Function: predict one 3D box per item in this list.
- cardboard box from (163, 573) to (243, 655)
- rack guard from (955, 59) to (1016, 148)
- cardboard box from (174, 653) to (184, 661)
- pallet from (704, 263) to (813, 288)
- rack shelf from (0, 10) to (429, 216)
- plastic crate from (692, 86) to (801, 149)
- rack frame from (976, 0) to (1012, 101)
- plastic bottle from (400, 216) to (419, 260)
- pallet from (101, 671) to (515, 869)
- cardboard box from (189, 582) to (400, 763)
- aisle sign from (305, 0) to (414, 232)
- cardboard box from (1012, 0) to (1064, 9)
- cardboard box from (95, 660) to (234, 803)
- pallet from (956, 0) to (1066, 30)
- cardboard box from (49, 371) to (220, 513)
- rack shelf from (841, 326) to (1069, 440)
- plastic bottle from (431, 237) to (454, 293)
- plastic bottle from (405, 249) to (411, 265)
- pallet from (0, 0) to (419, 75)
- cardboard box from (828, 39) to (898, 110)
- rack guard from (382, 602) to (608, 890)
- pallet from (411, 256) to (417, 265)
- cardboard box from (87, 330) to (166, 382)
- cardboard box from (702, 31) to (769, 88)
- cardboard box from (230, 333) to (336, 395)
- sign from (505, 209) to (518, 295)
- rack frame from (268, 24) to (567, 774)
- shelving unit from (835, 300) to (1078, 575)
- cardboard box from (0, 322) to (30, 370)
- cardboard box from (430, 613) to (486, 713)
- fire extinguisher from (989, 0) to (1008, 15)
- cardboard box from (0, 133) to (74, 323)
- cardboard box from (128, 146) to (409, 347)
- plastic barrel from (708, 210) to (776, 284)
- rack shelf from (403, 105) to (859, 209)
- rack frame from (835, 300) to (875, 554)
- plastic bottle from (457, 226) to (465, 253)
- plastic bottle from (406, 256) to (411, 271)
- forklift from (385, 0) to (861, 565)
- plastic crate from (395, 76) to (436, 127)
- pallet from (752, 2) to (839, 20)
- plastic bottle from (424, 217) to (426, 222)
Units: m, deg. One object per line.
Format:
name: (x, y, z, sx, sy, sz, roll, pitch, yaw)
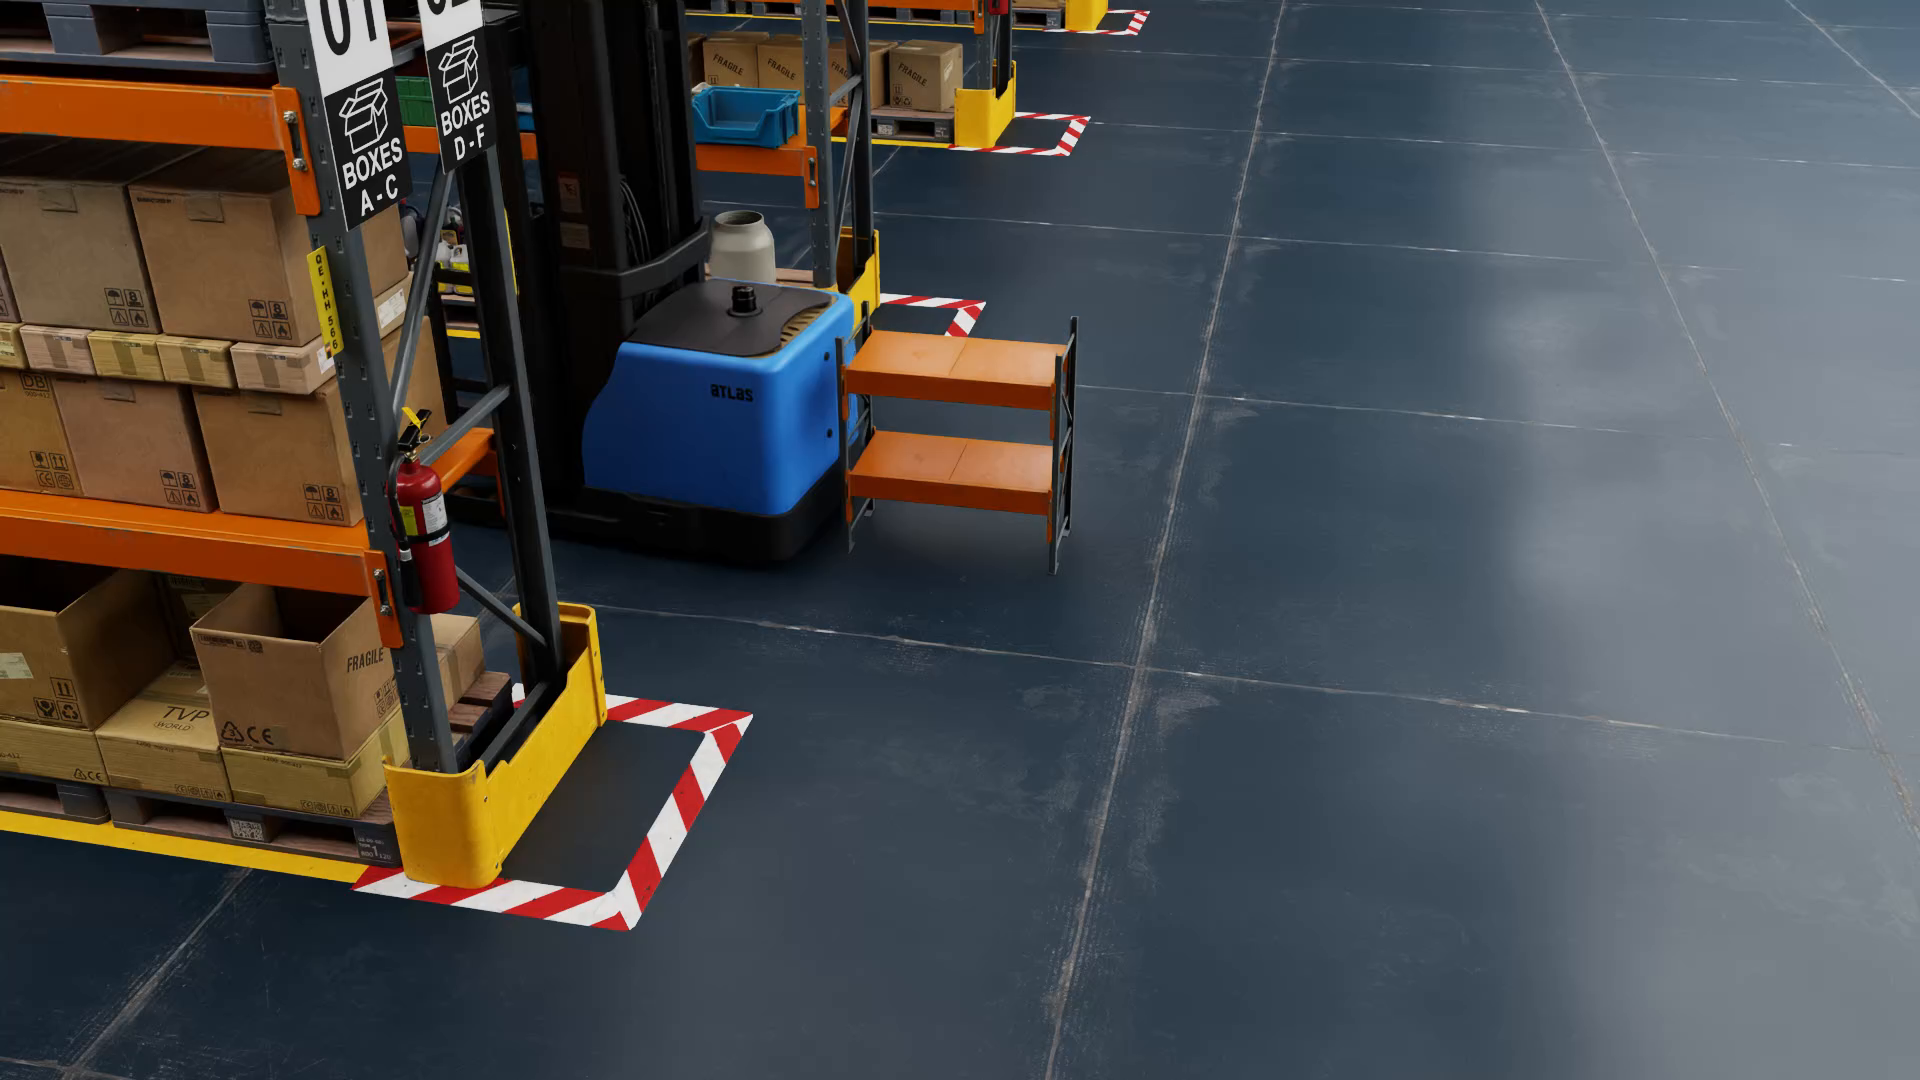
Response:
cardboard box: (-2.734, 0.135, 6.525, 0.500, 0.500, 0.500, 6, 29, 11)
rack guard: (0.231, -3.914, 14.878, 0.348, 0.500, 1.175, 6, 29, 11)
cardboard box: (-3.223, 0.414, 6.796, 0.500, 0.250, 0.500, 6, 29, 11)
pallet: (-1.606, -1.523, 10.812, 1.213, 0.211, 1.003, 6, 29, 11)
rack shelf: (-3.722, -1.552, 5.586, 4.000, 0.370, 1.077, 6, 29, 11)
plastic crate: (-1.280, -2.521, 9.886, 0.616, 0.251, 0.499, 6, 29, 11)
rack frame: (0.306, -5.003, 14.264, 0.127, 3.000, 1.000, 6, 29, 11)
plastic bottle: (-3.769, -2.055, 11.259, 0.135, 0.276, 0.152, 6, 29, 11)
pallet: (-2.523, 0.815, 6.541, 1.213, 0.211, 1.003, 6, 29, 11)
cardboard box: (-2.353, 0.428, 5.989, 0.500, 0.500, 0.500, 6, 29, 11)
aisle sign: (-1.764, -1.347, 4.879, 0.004, 0.787, 0.394, 6, 29, 11)
cardboard box: (0.763, -6.611, 18.977, 0.875, 0.875, 0.875, 6, 29, 11)
cardboard box: (-2.844, 0.712, 6.253, 0.500, 0.250, 0.500, 6, 29, 11)
pallet: (0.642, -6.142, 19.249, 1.213, 0.211, 1.003, 6, 29, 11)
cardboard box: (-2.735, -0.498, 5.932, 0.500, 0.500, 0.700, 7, 29, 12)
rack shelf: (-0.007, -0.751, 7.841, 1.000, 0.278, 0.538, 6, 29, 11)
plastic bottle: (-3.337, -1.771, 10.662, 0.185, 0.351, 0.144, 6, 29, 10)
plastic bottle: (-3.601, -1.782, 10.764, 0.097, 0.271, 0.097, 0, 29, 0)
pallet: (-2.453, -1.711, 5.220, 1.213, 0.211, 1.003, 6, 29, 11)
cardboard box: (-0.893, -4.205, 14.972, 0.500, 0.500, 0.500, 14, 32, 24)
rack guard: (-1.743, 0.748, 6.363, 0.348, 0.500, 1.175, 6, 29, 11)
pallet: (-3.992, -1.768, 11.259, 1.213, 0.211, 1.003, 6, 29, 11)
cardboard box: (-2.686, -0.679, 5.587, 0.250, 0.149, 0.380, 5, 29, 10)
cardboard box: (-2.038, -4.353, 15.244, 0.500, 0.500, 0.500, 3, 29, 6)
cardboard box: (-2.180, -0.628, 5.494, 0.250, 0.149, 0.380, 5, 29, 10)
sign: (-1.645, -1.025, 6.015, 0.005, 0.325, 0.100, 6, 29, 11)
rack frame: (-1.767, -0.351, 5.767, 0.127, 3.000, 1.000, 6, 29, 11)
shelving unit: (-0.007, -0.494, 7.981, 1.048, 1.125, 0.538, 6, 29, 11)
cardboard box: (-3.189, -0.732, 5.683, 0.250, 0.149, 0.380, 7, 29, 12)
cardboard box: (-2.245, 0.513, 6.616, 0.500, 0.250, 0.500, 6, 29, 11)
fire extinguisher: (0.322, -4.741, 13.866, 0.183, 0.674, 0.296, 6, 29, 11)
cardboard box: (-3.281, -1.122, 5.721, 0.500, 0.500, 0.700, 6, 29, 11)
cardboard box: (-2.272, -1.022, 5.538, 0.500, 0.500, 0.700, 6, 29, 11)
plastic barrel: (-1.388, -1.800, 10.567, 0.421, 0.512, 0.421, 0, 29, 0)
rack shelf: (-2.684, -2.562, 10.555, 4.000, 0.370, 1.077, 6, 29, 11)
rack frame: (-0.504, -0.545, 8.074, 0.032, 1.125, 0.500, 6, 29, 11)
plastic bottle: (-3.310, -2.030, 11.205, 0.133, 0.283, 0.061, 6, 29, 11)
plastic bottle: (-3.600, -1.748, 10.690, 0.133, 0.283, 0.061, 7, 30, 13)
forklift: (-2.084, -1.580, 8.084, 3.031, 2.935, 1.130, 9, 30, 17)
plastic crate: (-3.372, -2.716, 10.308, 0.662, 0.188, 0.450, 6, 29, 11)
pallet: (-1.744, -6.387, 19.696, 1.213, 0.211, 1.003, 6, 29, 11)
plastic bottle: (-3.595, -2.134, 11.395, 0.133, 0.283, 0.061, 8, 30, 14)
